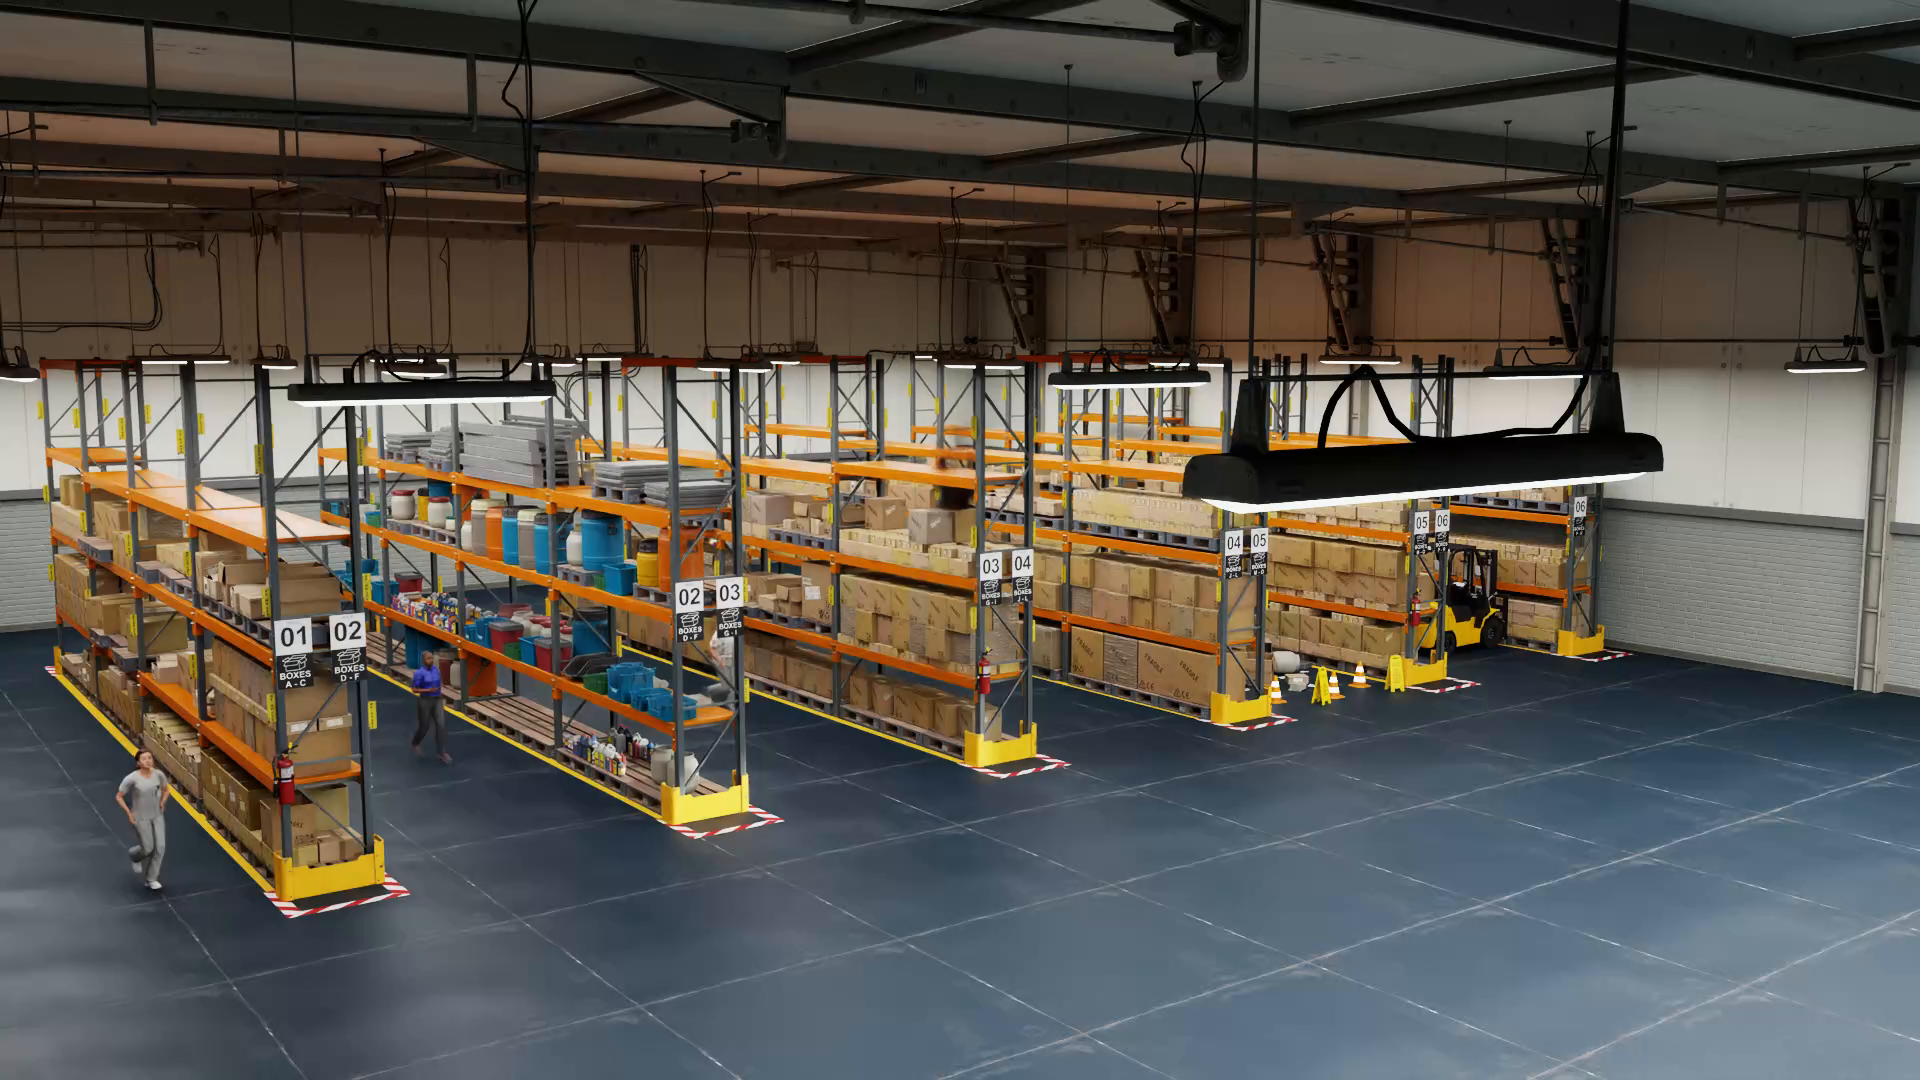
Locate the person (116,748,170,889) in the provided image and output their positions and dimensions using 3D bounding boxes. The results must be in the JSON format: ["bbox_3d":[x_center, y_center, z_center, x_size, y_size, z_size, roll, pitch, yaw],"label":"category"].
[{"bbox_3d":[-9.450,3.218,19.305,0.597,1.616,0.580,6,9,40],"label":"person"}]

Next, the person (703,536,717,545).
[{"bbox_3d":[-6.216,0.603,40.680,0.761,1.776,0.644,4,8,33],"label":"person"}]

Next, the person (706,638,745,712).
[{"bbox_3d":[-4.010,2.103,28.394,0.652,1.680,0.650,7,9,44],"label":"person"}]

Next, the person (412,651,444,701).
[{"bbox_3d":[-7.938,2.058,24.939,0.580,0.790,0.581,6,9,40],"label":"person"}]
